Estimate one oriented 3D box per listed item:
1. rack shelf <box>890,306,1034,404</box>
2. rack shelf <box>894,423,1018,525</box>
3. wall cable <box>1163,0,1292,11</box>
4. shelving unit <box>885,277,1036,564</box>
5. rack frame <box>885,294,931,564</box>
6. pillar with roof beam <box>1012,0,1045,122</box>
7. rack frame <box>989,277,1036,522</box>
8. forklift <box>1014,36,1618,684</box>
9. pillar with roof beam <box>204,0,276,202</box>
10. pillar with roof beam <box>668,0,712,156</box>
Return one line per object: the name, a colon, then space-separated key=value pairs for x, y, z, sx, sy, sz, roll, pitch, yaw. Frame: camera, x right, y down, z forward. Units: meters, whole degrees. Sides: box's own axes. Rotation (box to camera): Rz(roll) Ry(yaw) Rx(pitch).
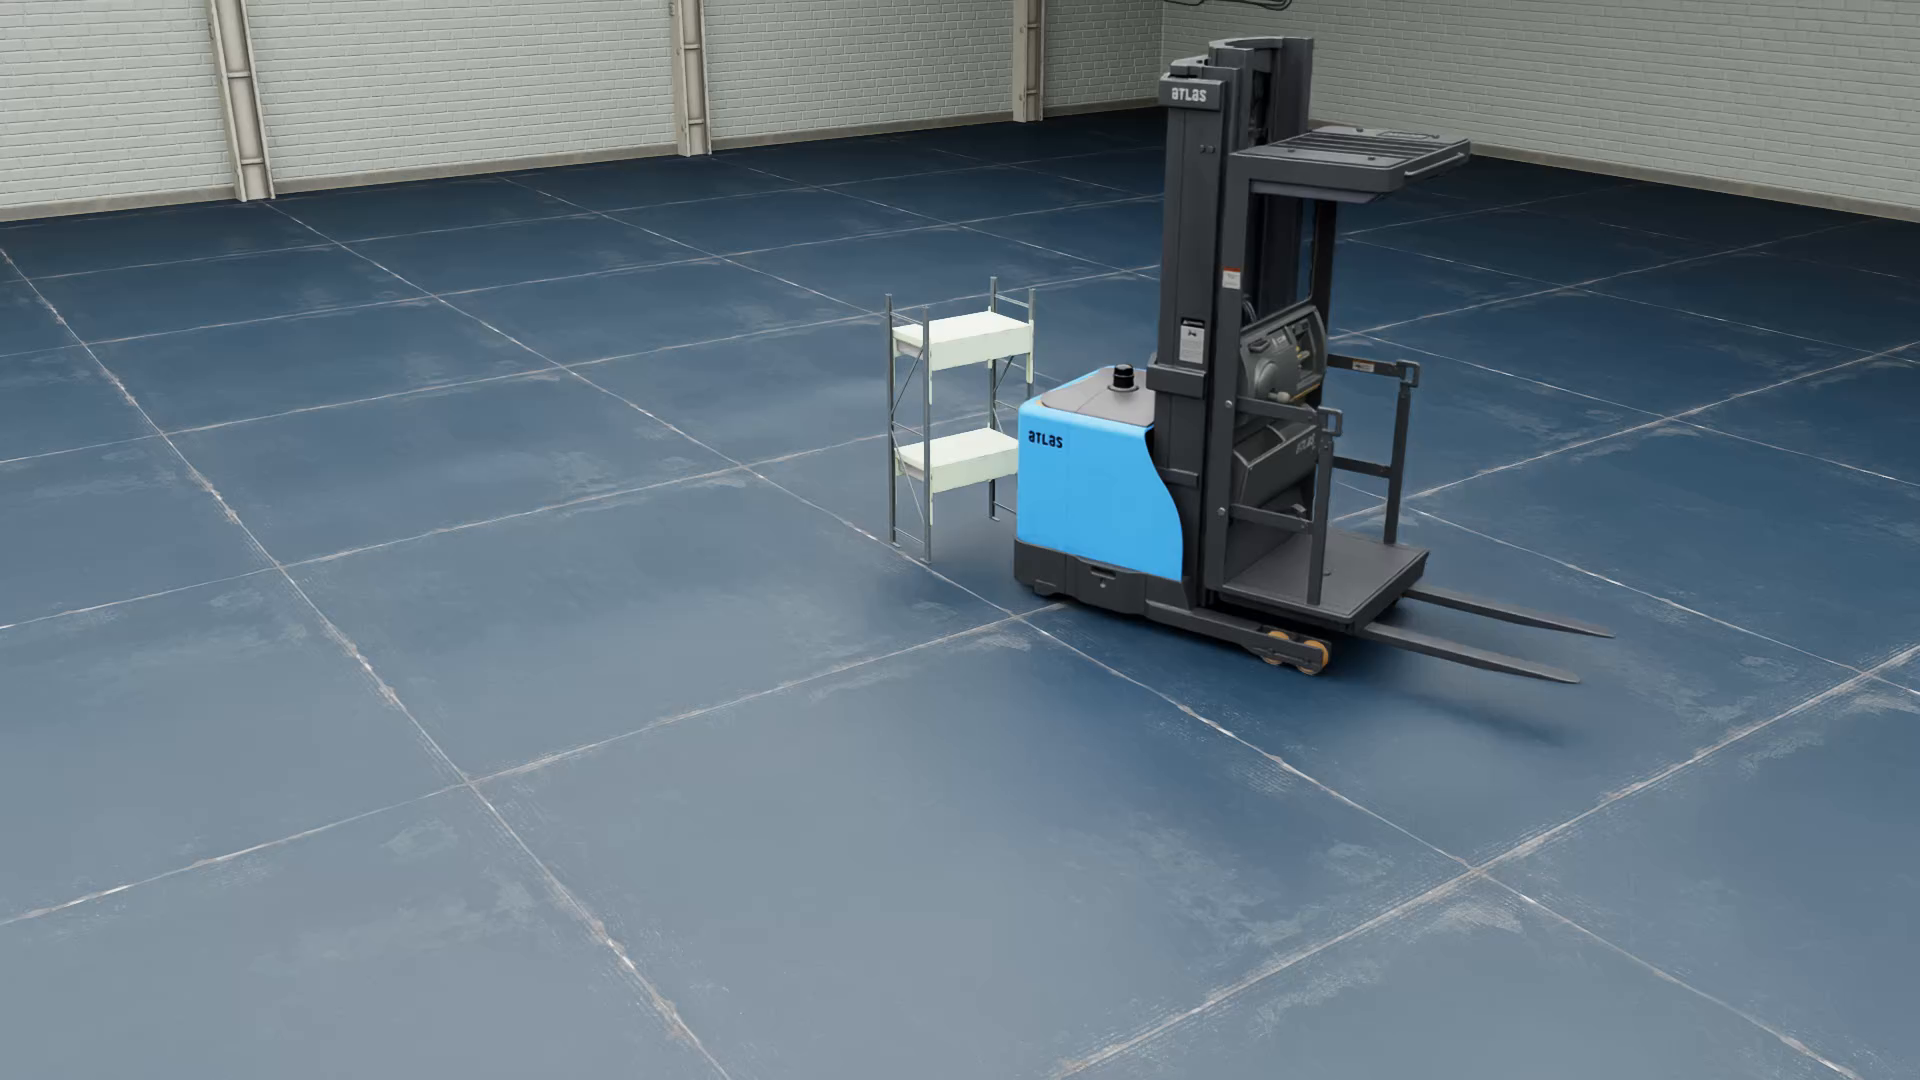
rack shelf: x=0.005 y=-1.061 z=9.477 sx=0.720 sy=0.370 sz=0.431 roll=-15 pitch=26 yaw=-33
rack shelf: x=0.005 y=-0.395 z=9.743 sx=0.720 sy=0.370 sz=0.431 roll=-15 pitch=26 yaw=-33
wall cable: x=4.256 y=-9.773 z=26.436 sx=0.112 sy=2.526 sz=3.097 roll=-15 pitch=26 yaw=-33
shelving unit: x=0.005 y=-0.698 z=9.622 sx=0.755 sy=1.500 sz=0.431 roll=-15 pitch=26 yaw=-33
rack frame: x=-0.292 y=-0.619 z=9.424 sx=0.023 sy=1.500 sz=0.400 roll=-15 pitch=26 yaw=-33
pillar with roof beam: x=3.607 y=-9.681 z=22.014 sx=0.400 sy=9.000 sz=9.100 roll=-15 pitch=26 yaw=-33
rack frame: x=0.303 y=-0.777 z=9.821 sx=0.023 sy=1.500 sz=0.400 roll=-15 pitch=26 yaw=-33
forklift: x=1.795 y=-0.919 z=8.245 sx=3.031 sy=2.935 sz=1.130 roll=15 pitch=26 yaw=32
pillar with roof beam: x=-6.134 y=-7.083 z=15.505 sx=0.400 sy=9.000 sz=9.100 roll=-15 pitch=26 yaw=-33
pillar with roof beam: x=-1.264 y=-8.382 z=18.760 sx=0.400 sy=9.000 sz=9.100 roll=-15 pitch=26 yaw=-33
